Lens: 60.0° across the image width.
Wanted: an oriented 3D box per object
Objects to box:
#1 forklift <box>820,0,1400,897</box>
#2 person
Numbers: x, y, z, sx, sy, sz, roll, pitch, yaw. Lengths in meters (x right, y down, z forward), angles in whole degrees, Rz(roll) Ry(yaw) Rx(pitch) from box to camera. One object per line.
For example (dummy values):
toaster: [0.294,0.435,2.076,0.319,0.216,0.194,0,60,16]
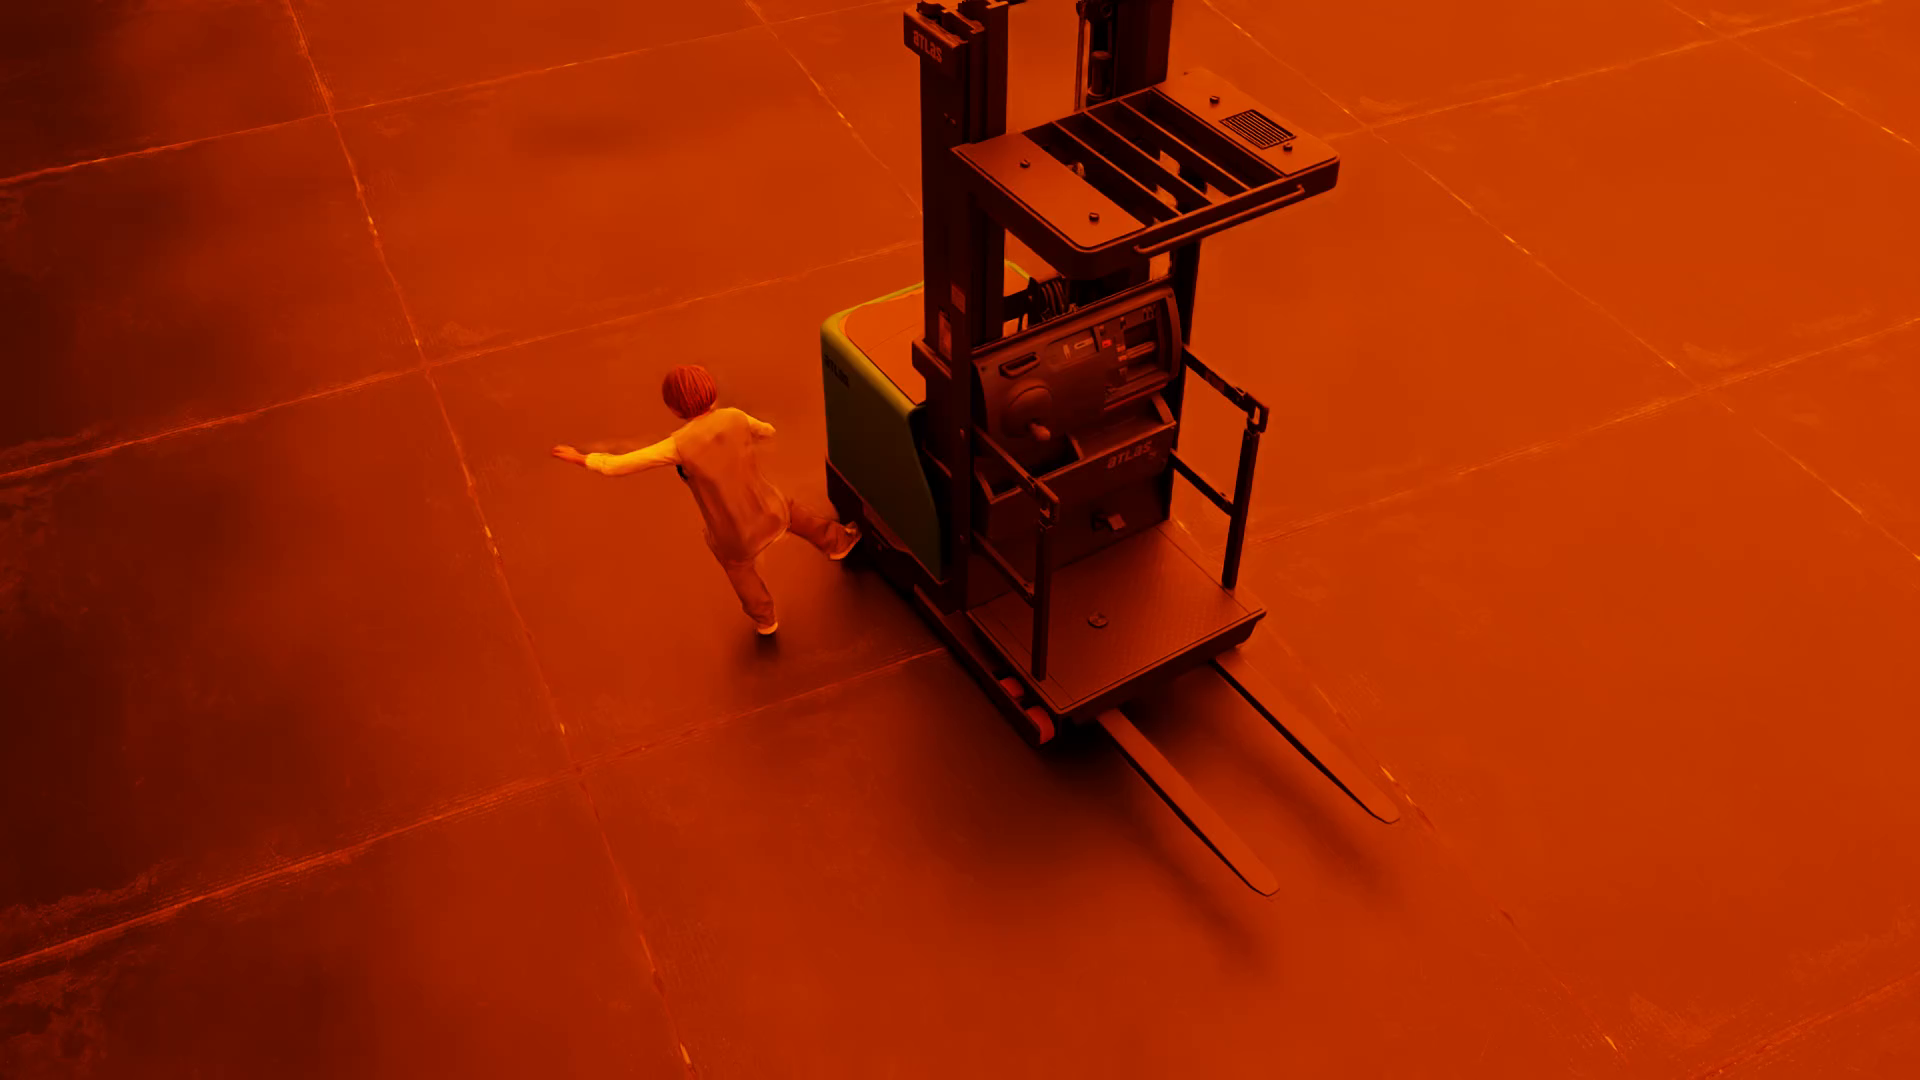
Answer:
forklift: [0.587,-0.591,6.313,1.130,2.935,3.031,-24,48,-23]
person: [-0.978,-0.241,7.113,1.253,1.362,0.770,-31,51,-29]
